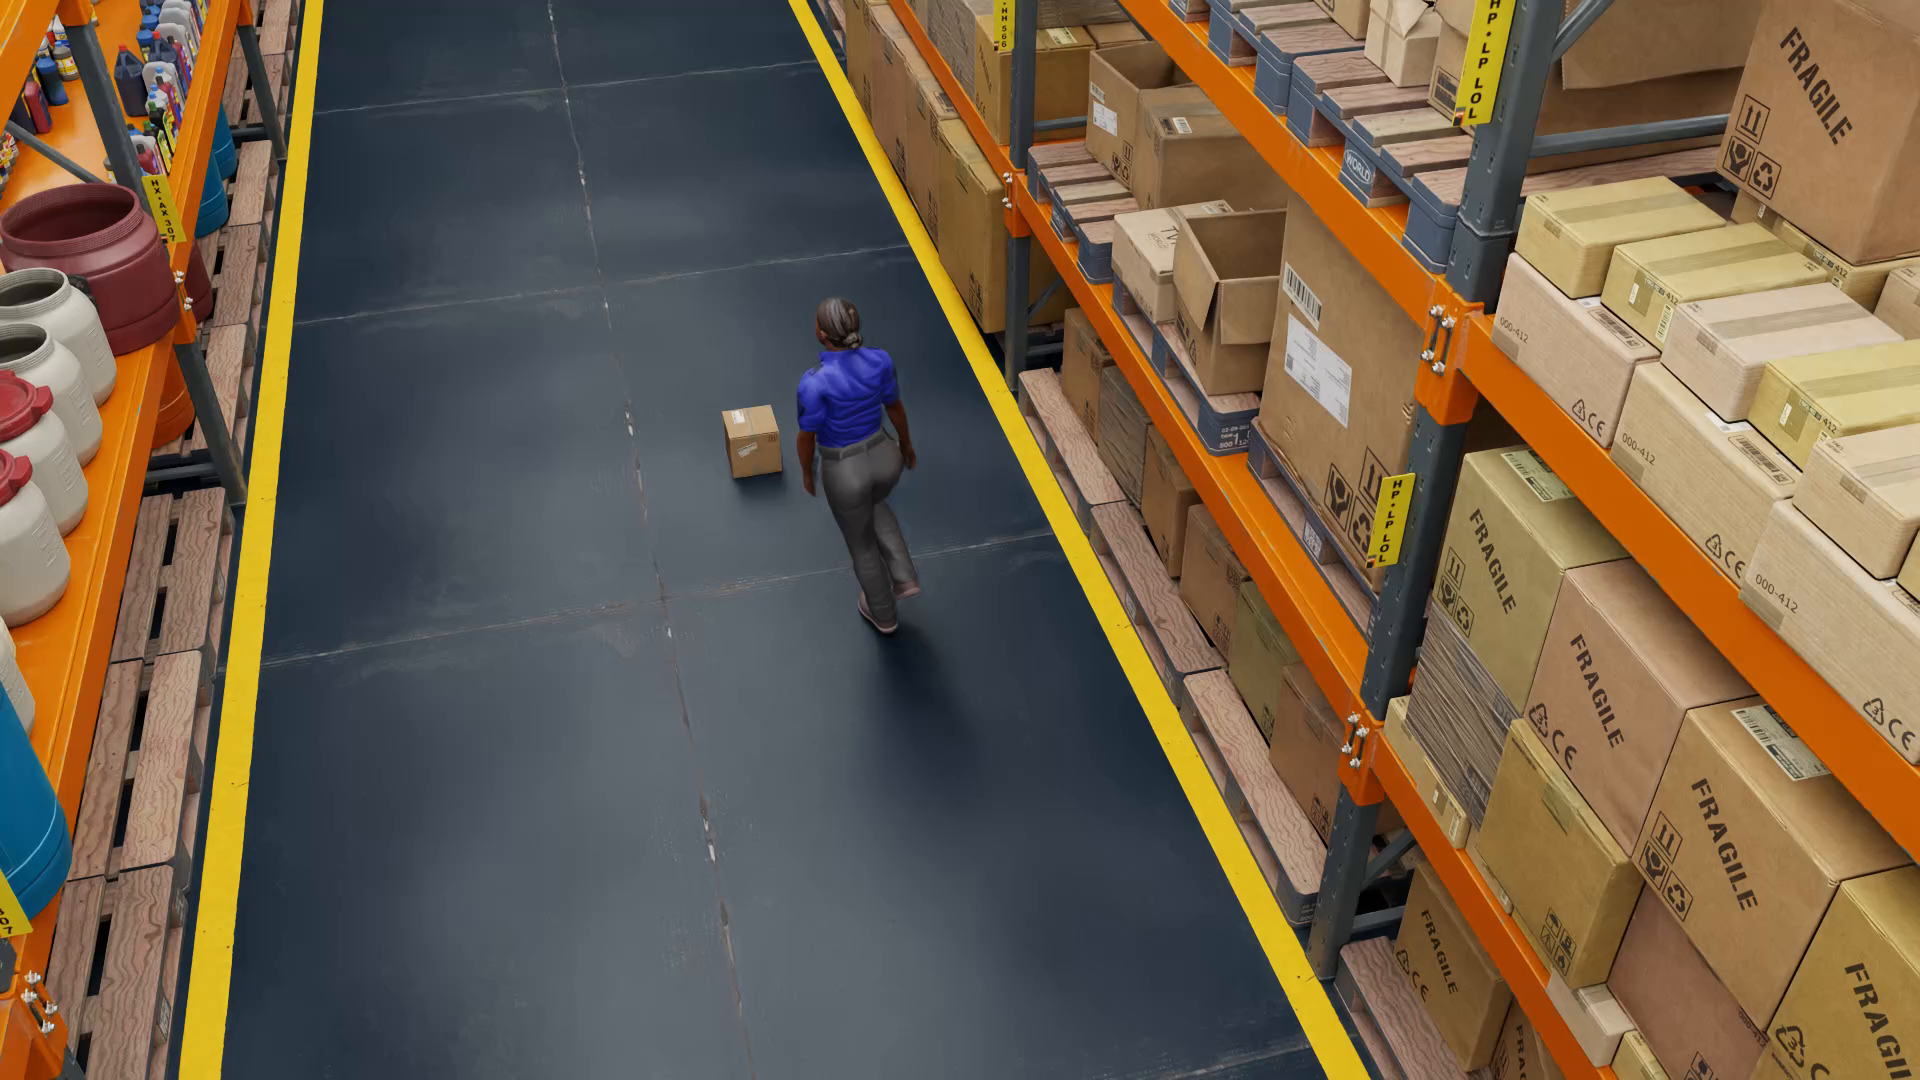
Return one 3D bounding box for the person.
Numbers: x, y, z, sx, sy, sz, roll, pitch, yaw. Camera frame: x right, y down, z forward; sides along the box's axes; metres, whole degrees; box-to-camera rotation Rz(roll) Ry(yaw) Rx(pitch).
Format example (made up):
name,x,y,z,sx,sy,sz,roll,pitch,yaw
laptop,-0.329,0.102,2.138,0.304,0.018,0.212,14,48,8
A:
name,x,y,z,sx,sy,sz,roll,pitch,yaw
person,-0.420,-0.346,7.079,0.563,1.583,0.414,-24,44,-27
